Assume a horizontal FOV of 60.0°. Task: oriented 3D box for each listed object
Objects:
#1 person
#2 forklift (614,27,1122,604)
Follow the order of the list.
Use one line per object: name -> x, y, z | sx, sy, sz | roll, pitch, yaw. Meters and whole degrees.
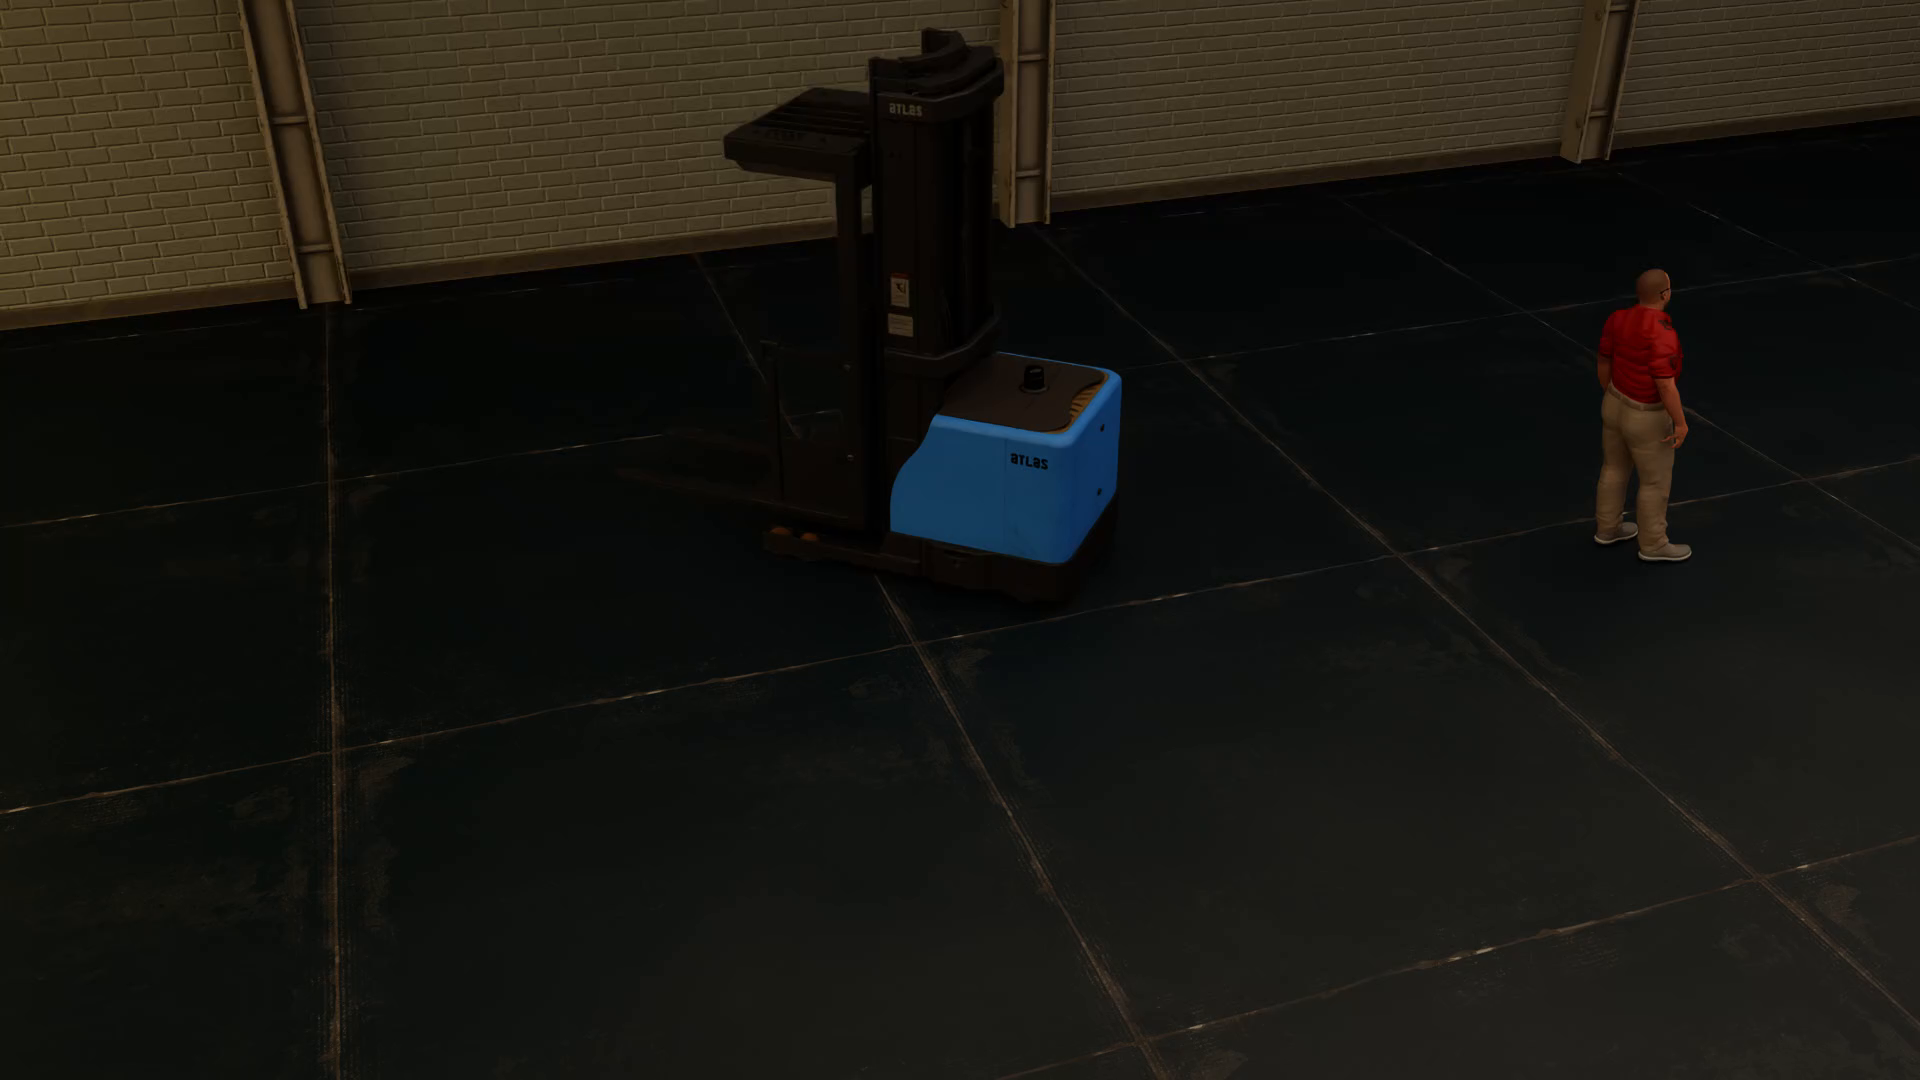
person -> 3.972, -0.736, 9.558 | 0.551, 1.727, 0.640 | -11, 32, -19
forklift -> -0.624, -1.371, 9.471 | 3.031, 2.935, 1.130 | 11, 32, 19
